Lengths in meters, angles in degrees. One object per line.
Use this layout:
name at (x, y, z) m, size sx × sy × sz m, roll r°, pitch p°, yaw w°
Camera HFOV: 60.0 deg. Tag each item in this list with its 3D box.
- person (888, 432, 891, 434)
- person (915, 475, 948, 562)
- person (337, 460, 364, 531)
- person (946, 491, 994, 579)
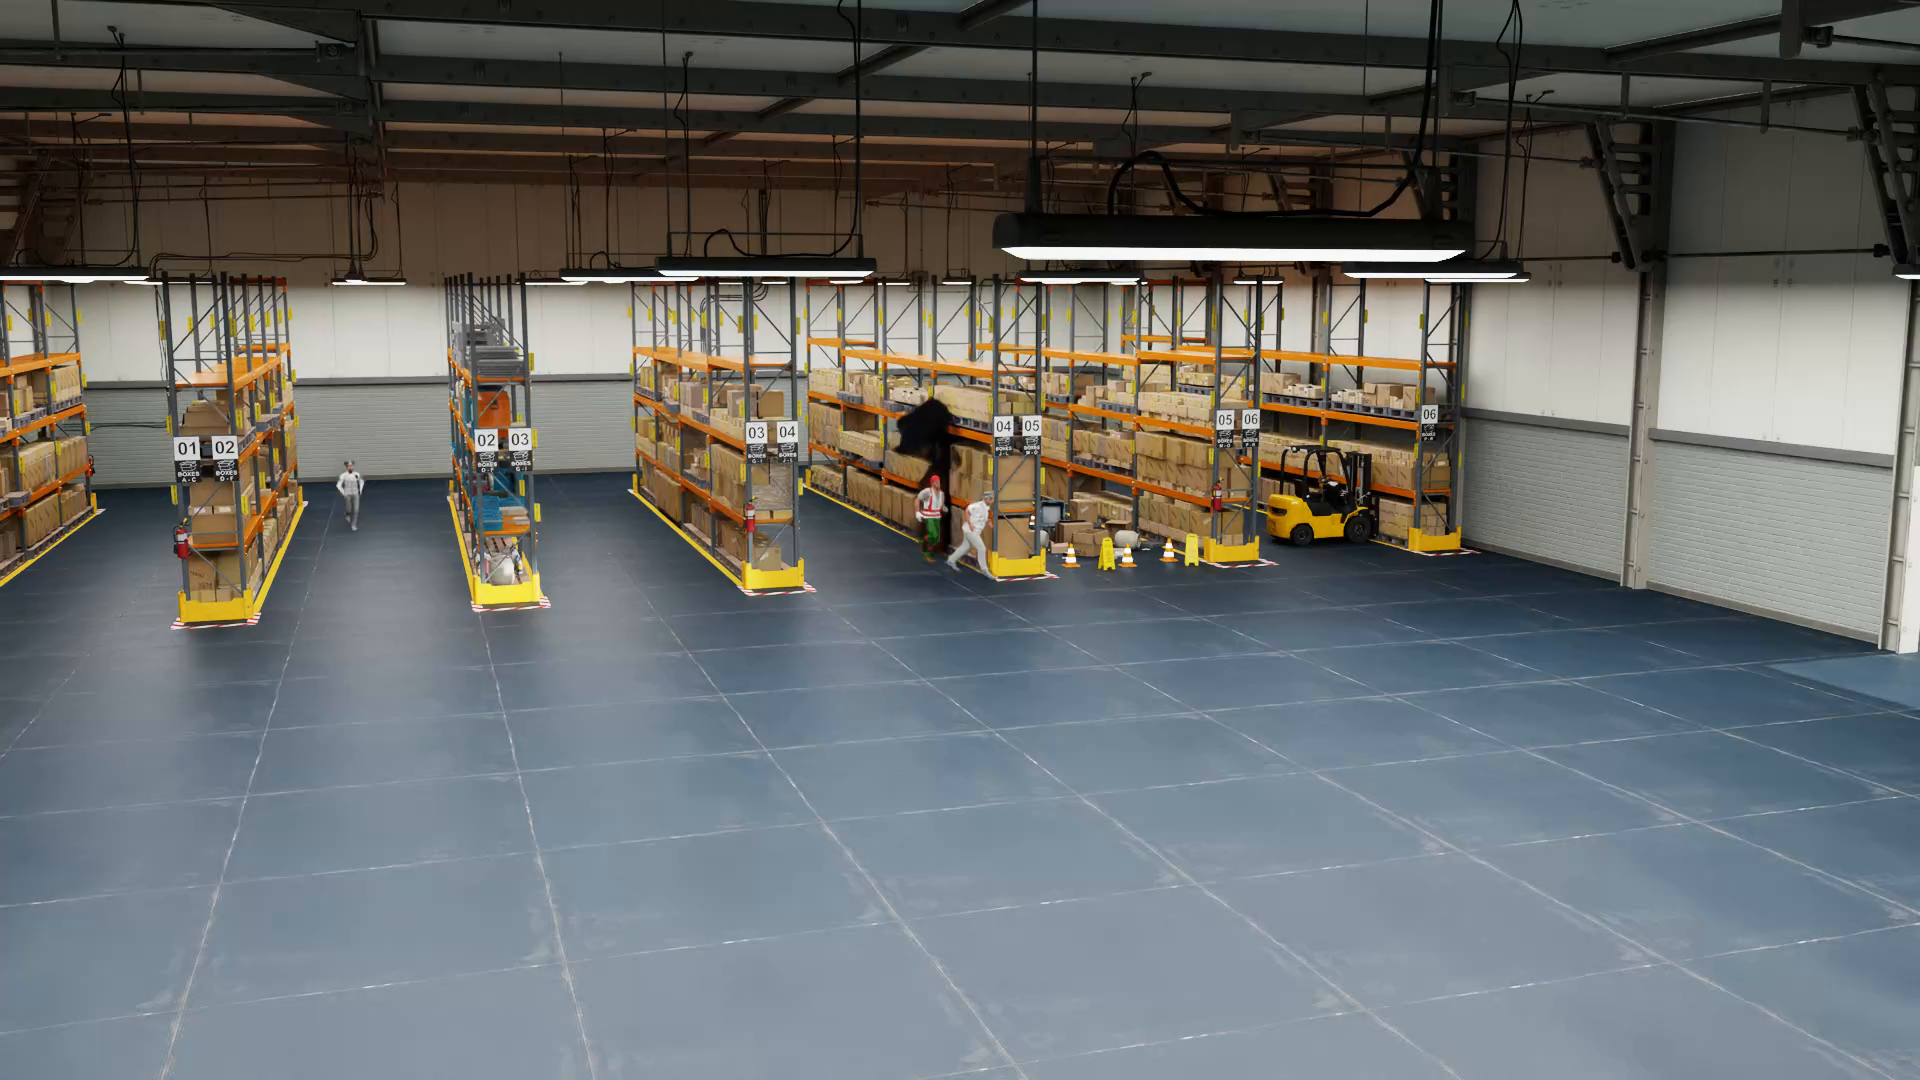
person at (-1.972, -2.342, 48.370) m, size 0.593 × 1.606 × 0.538 m, roll -3°, pitch 9°, yaw -19°
person at (-0.538, -0.420, 33.217) m, size 0.660 × 1.756 × 0.638 m, roll -8°, pitch 12°, yaw -42°
person at (-14.565, -1.077, 39.803) m, size 0.629 × 1.680 × 0.677 m, roll -5°, pitch 10°, yaw -29°
person at (0.184, -0.113, 32.592) m, size 1.018 × 1.727 × 0.705 m, roll 4°, pitch 9°, yaw 22°
